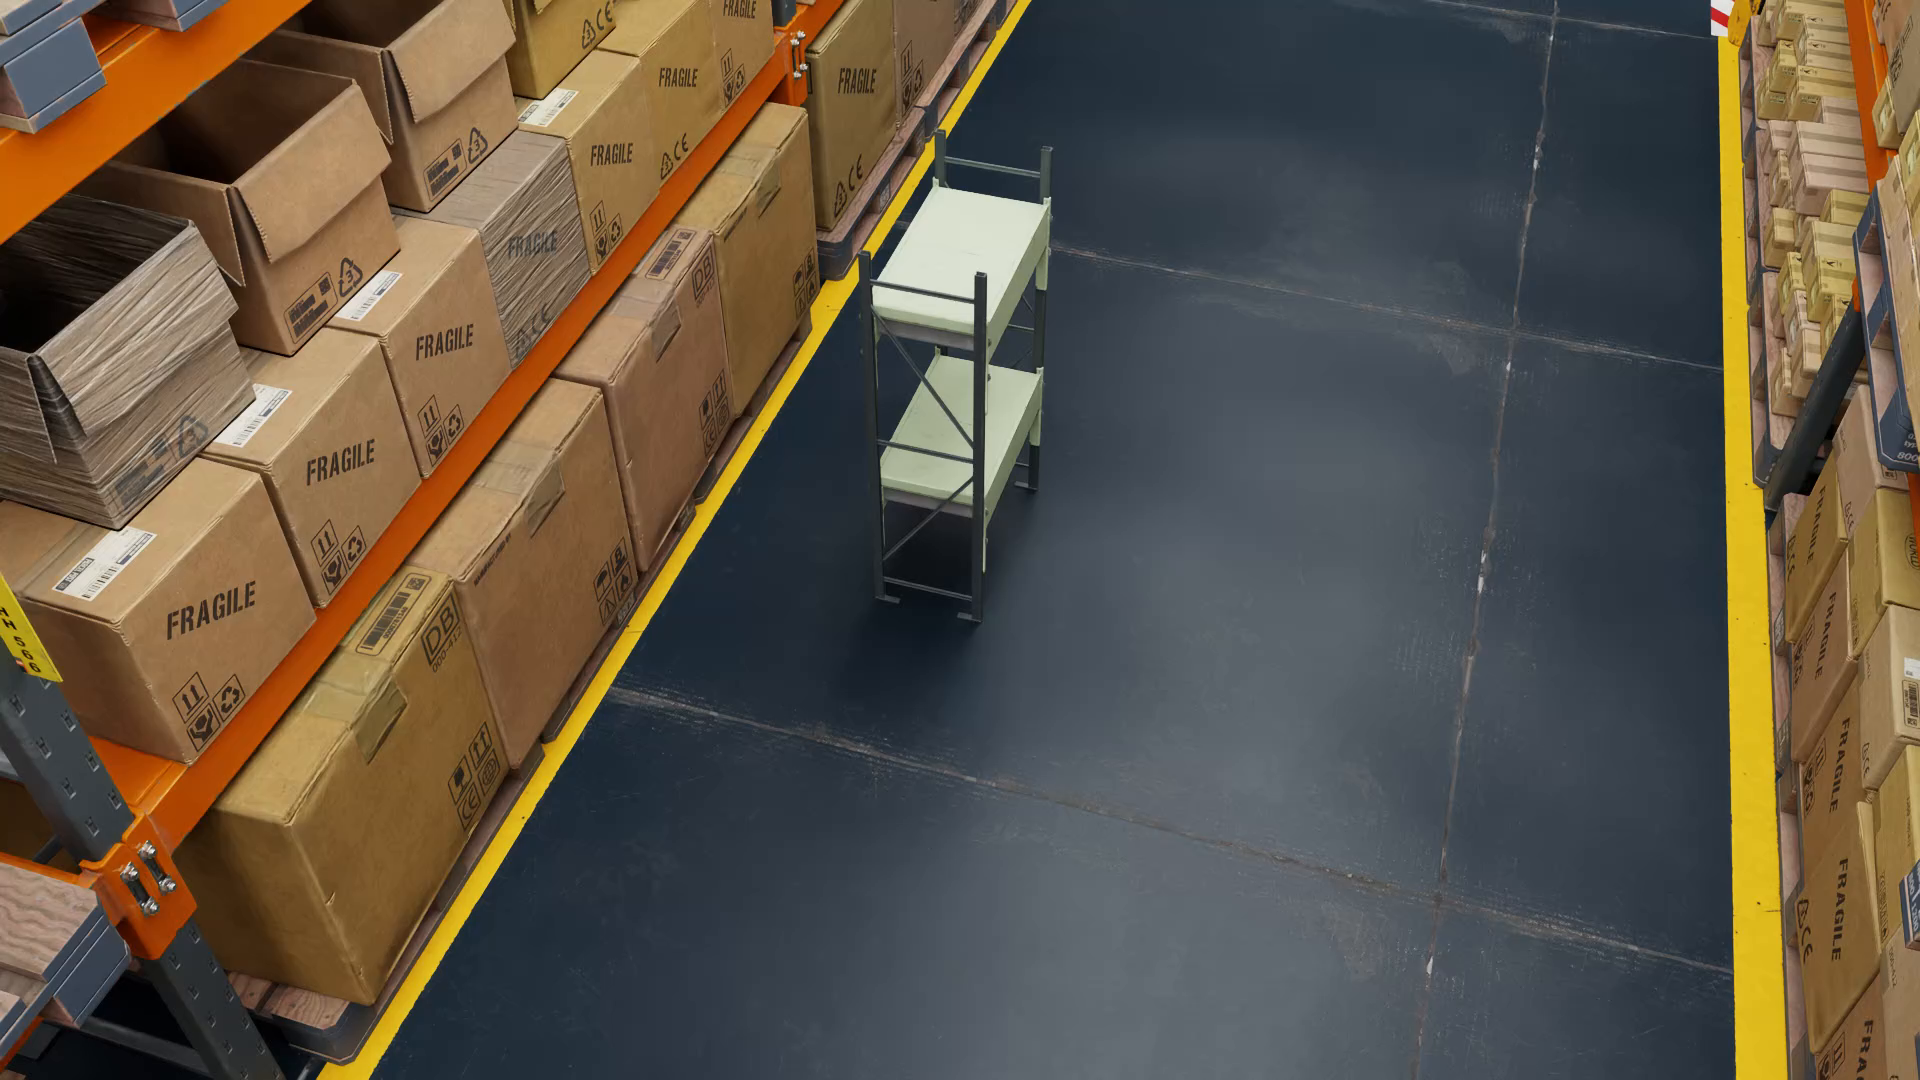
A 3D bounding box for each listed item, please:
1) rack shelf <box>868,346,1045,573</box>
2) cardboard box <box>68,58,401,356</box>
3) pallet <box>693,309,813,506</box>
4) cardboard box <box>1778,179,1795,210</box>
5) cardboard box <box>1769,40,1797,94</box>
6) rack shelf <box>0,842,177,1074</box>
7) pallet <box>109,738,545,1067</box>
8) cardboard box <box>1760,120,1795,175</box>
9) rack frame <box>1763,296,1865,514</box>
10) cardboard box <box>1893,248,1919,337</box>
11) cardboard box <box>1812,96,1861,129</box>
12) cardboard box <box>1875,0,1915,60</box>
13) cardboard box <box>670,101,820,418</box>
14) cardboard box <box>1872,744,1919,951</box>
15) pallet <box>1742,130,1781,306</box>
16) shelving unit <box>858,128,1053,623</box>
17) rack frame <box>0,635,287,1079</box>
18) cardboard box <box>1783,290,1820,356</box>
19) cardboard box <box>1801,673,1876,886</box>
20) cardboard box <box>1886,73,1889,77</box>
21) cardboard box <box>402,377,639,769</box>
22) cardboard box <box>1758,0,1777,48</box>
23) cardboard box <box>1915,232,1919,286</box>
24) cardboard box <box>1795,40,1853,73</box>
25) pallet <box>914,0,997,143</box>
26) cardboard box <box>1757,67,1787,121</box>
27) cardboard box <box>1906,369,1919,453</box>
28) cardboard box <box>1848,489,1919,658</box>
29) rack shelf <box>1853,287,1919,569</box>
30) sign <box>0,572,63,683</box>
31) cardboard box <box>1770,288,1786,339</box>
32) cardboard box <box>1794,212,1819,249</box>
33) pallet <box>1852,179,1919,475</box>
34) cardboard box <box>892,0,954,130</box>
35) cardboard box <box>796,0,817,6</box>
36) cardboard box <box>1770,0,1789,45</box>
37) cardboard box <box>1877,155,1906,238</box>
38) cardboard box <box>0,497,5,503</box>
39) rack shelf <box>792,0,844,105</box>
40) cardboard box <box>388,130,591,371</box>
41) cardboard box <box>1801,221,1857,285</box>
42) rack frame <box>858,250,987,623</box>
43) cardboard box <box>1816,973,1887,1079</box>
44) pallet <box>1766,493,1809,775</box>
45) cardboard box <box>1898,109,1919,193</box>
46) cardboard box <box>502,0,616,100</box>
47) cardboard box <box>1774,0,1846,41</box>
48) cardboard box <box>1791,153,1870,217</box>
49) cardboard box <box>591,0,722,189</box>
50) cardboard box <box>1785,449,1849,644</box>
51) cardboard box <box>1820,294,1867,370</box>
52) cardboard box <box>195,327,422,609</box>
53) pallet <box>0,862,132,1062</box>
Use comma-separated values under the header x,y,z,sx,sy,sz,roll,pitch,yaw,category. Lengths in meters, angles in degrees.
x,y,z,sx,sy,sz,roll,pitch,yaw,category
-0.002,-0.299,5.949,0.431,0.370,0.720,13,46,12,rack shelf
-1.901,-0.881,4.217,0.797,0.503,0.637,14,46,13,cardboard box
-1.288,-0.708,6.823,1.003,0.211,1.213,13,46,13,pallet
3.821,-1.432,7.306,0.380,0.149,0.250,13,46,13,cardboard box
4.071,-2.226,7.905,0.380,0.149,0.250,14,46,14,cardboard box
-2.943,2.021,2.554,1.077,0.370,4.000,13,46,13,rack shelf
-2.027,0.918,5.161,1.003,0.211,1.213,13,46,13,pallet
3.921,-1.790,7.672,0.380,0.149,0.250,10,45,11,cardboard box
3.570,-1.117,5.247,1.000,3.000,0.127,13,46,13,rack frame
2.855,-0.661,4.660,0.380,0.149,0.250,13,46,13,cardboard box
3.935,-1.781,7.238,0.380,0.149,0.250,13,46,13,cardboard box
3.606,-1.988,5.852,0.500,0.500,0.500,11,46,11,cardboard box
-1.301,-1.195,6.546,1.225,0.875,0.875,13,46,13,cardboard box
2.628,0.838,4.199,0.500,0.250,0.500,14,46,13,cardboard box
4.108,-1.392,7.521,1.003,0.211,1.213,13,46,13,pallet
-0.002,-0.532,5.721,0.431,1.500,0.755,13,46,12,shelving unit
-2.337,0.431,3.665,1.000,3.000,0.127,13,46,13,rack frame
3.433,-0.815,6.464,0.380,0.149,0.250,11,45,11,cardboard box
2.790,0.767,4.808,0.500,0.500,0.500,13,46,13,cardboard box
3.546,-1.628,5.948,0.380,0.149,0.250,14,46,14,cardboard box
-1.831,-0.008,5.332,1.225,0.875,0.875,13,46,13,cardboard box
4.318,-2.633,8.534,0.380,0.149,0.250,13,46,13,cardboard box
2.858,-0.774,4.562,0.380,0.149,0.250,14,46,13,cardboard box
4.043,-2.134,7.599,0.380,0.149,0.250,14,46,14,cardboard box
-0.453,-2.545,8.700,1.003,0.211,1.213,13,46,12,pallet
4.066,-2.127,8.017,0.380,0.149,0.250,13,46,13,cardboard box
2.701,-0.324,4.316,0.380,0.149,0.250,11,45,11,cardboard box
2.936,0.150,4.903,0.500,0.250,0.500,14,46,14,cardboard box
2.965,0.473,4.136,1.077,0.370,4.000,13,46,13,rack shelf
-1.817,0.154,3.177,0.100,0.325,0.005,13,46,13,sign
3.541,-0.927,6.791,0.380,0.149,0.250,11,45,11,cardboard box
3.725,-1.318,6.977,0.380,0.149,0.250,14,46,13,cardboard box
3.200,-0.570,4.825,1.003,0.211,1.213,13,46,13,pallet
-0.577,-2.649,8.031,0.875,0.875,0.875,13,46,13,cardboard box
-0.719,-2.272,6.607,0.380,0.149,0.250,13,46,13,cardboard box
4.242,-2.556,8.242,0.380,0.149,0.250,12,46,12,cardboard box
3.013,-1.013,5.019,0.380,0.149,0.250,11,45,11,cardboard box
-2.424,0.014,4.020,0.500,0.500,0.500,14,46,14,cardboard box
-0.520,-3.311,8.004,1.077,0.370,4.000,13,46,13,rack shelf
-1.472,-0.890,4.944,0.500,0.500,0.500,13,46,13,cardboard box
3.538,-1.100,6.542,0.380,0.149,0.250,12,46,12,cardboard box
-0.113,-0.288,5.472,0.400,1.500,0.023,13,46,12,rack frame
2.470,1.453,4.108,0.500,0.500,0.500,14,46,14,cardboard box
3.336,0.399,5.692,1.003,0.211,1.213,13,46,13,pallet
3.013,-1.119,4.915,0.380,0.149,0.250,13,46,13,cardboard box
-1.530,-1.747,5.102,0.797,0.503,0.637,13,46,13,cardboard box
4.132,-2.500,7.973,0.380,0.149,0.250,12,46,12,cardboard box
3.685,-1.456,6.906,0.380,0.149,0.250,10,45,11,cardboard box
-1.164,-1.573,5.641,0.500,0.500,0.500,14,46,14,cardboard box
3.094,0.062,5.529,0.500,0.500,0.500,14,46,14,cardboard box
3.430,-0.753,6.188,0.380,0.149,0.250,14,46,14,cardboard box
-1.777,-0.215,4.254,0.500,0.500,0.500,11,46,11,cardboard box
-2.452,0.997,3.224,1.213,0.211,1.003,13,46,13,pallet
